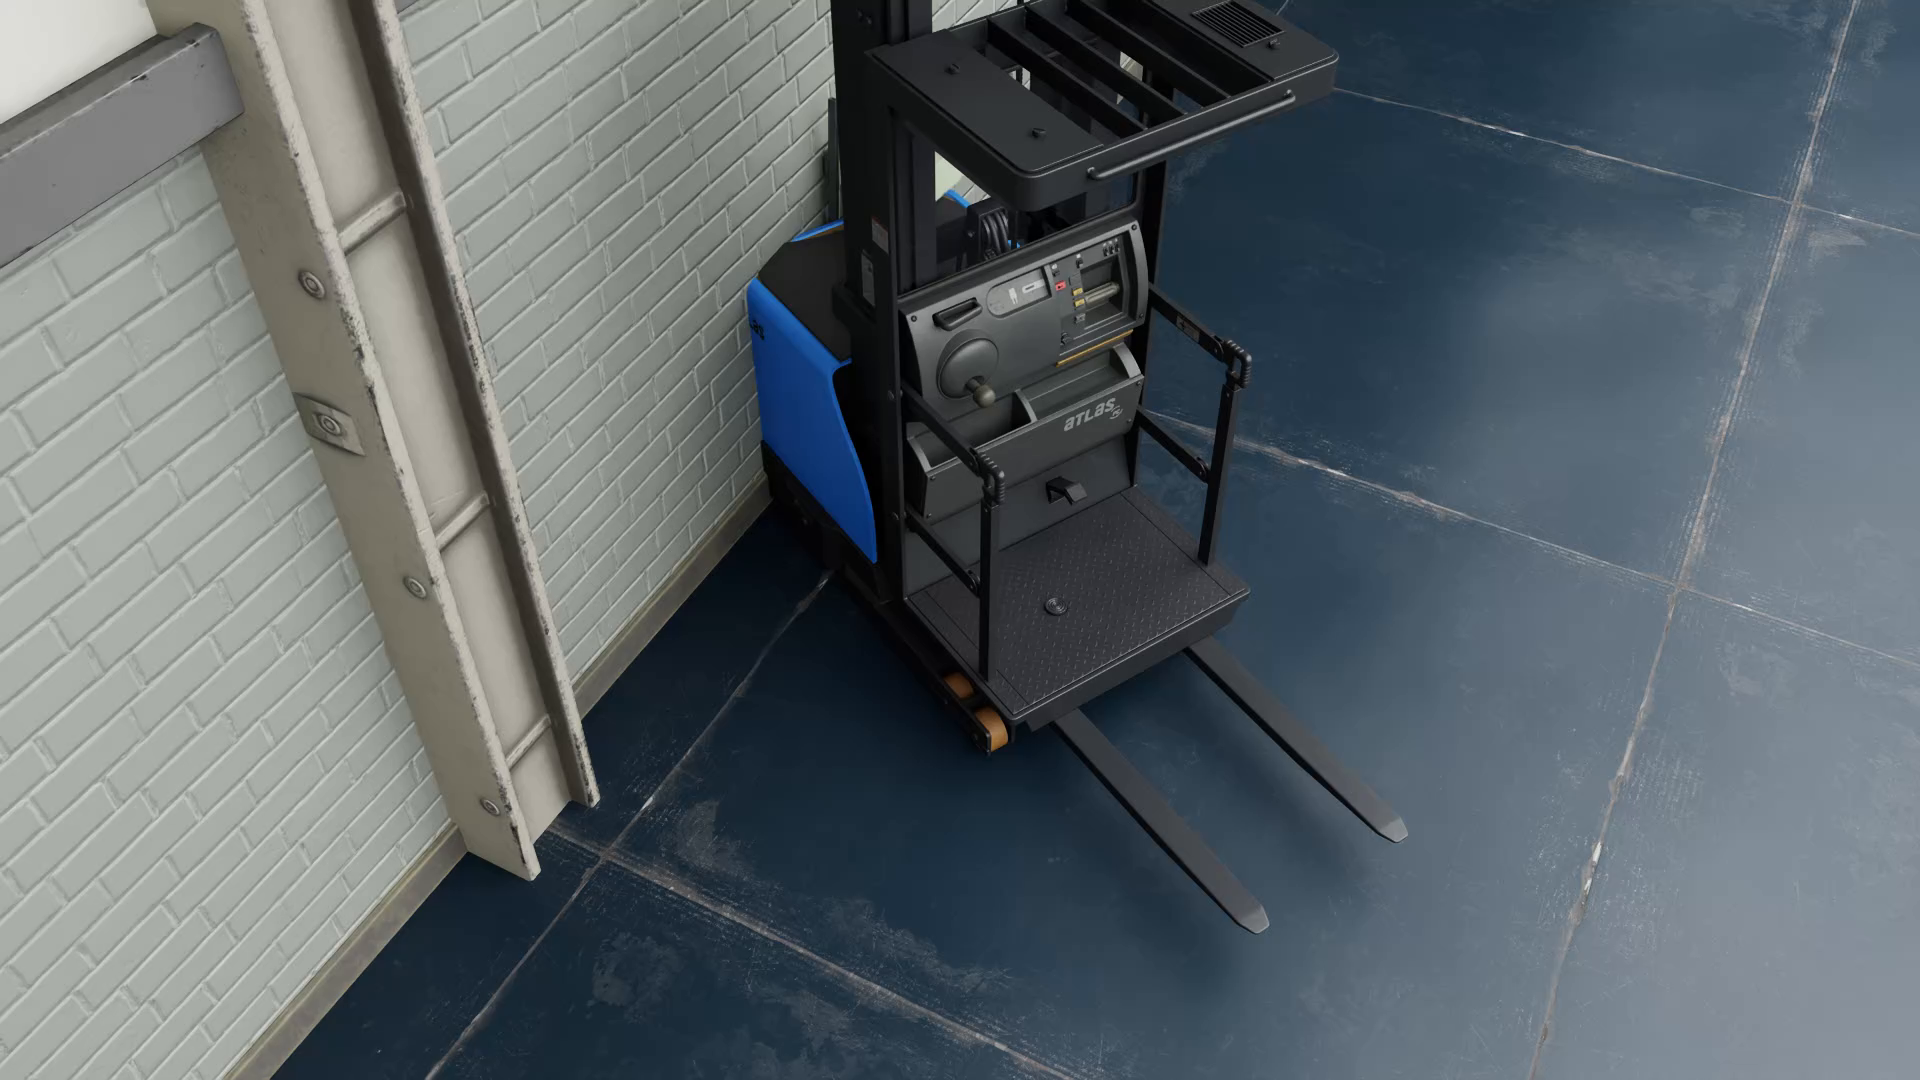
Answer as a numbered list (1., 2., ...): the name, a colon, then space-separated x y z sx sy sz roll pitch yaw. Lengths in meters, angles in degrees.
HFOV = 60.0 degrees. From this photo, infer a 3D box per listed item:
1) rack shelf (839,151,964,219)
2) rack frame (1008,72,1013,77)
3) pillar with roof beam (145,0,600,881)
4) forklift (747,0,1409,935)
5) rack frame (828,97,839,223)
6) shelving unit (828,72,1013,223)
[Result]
1. rack shelf: -0.155 -1.503 6.589 0.431 0.370 0.720 20 43 19
2. rack frame: -0.005 -1.409 7.093 0.400 1.500 0.023 20 43 19
3. pillar with roof beam: 2.323 -0.764 1.178 9.100 9.000 0.400 20 49 19
4. forklift: 0.354 -0.660 5.341 1.130 2.935 3.031 -26 51 -23
5. rack frame: -0.343 -1.002 6.587 0.400 1.500 0.023 20 43 19
6. shelving unit: -0.174 -1.206 6.840 0.431 1.500 0.755 20 43 19
